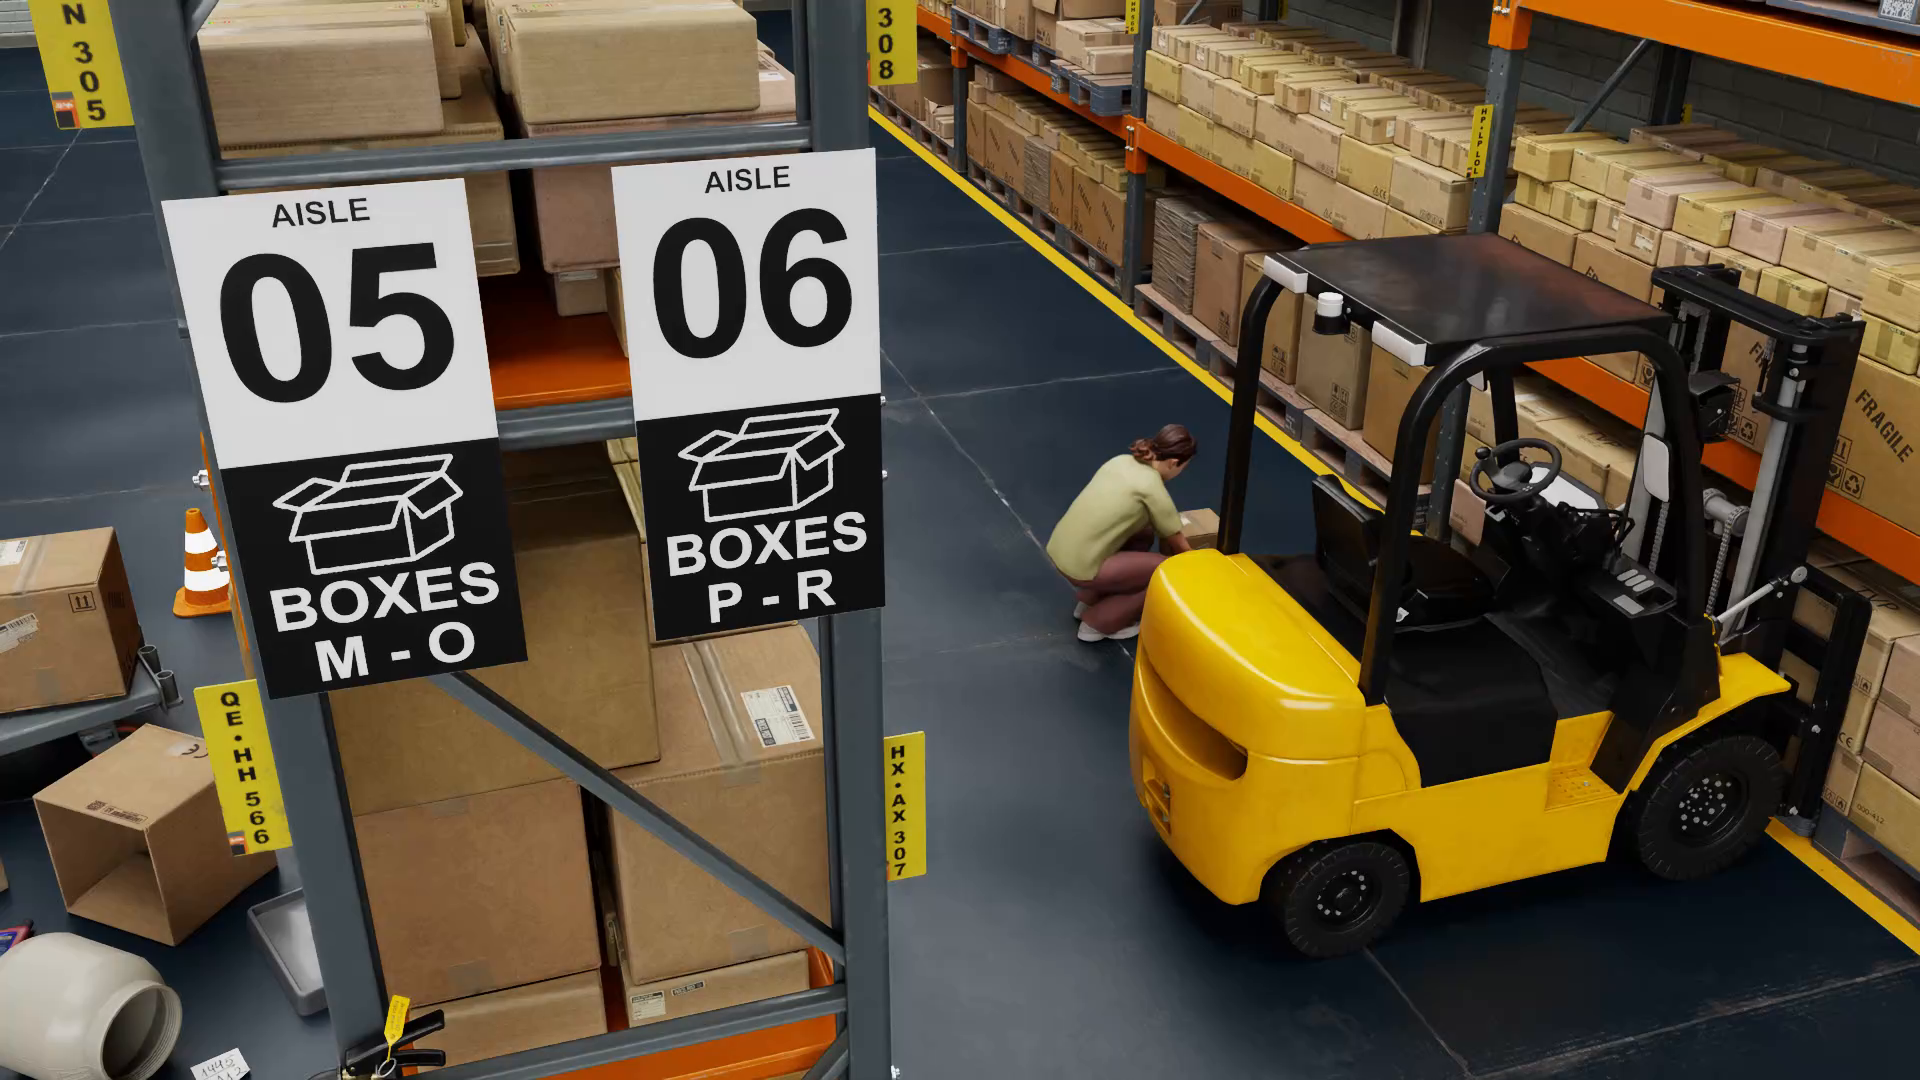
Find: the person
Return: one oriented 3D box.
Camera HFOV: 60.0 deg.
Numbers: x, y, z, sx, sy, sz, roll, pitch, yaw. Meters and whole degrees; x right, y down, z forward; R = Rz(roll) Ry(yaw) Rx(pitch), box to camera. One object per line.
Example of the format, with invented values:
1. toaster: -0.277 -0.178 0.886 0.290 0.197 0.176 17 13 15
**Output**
1. person: 0.784 -0.003 7.573 0.795 0.837 0.478 -8 28 -16
